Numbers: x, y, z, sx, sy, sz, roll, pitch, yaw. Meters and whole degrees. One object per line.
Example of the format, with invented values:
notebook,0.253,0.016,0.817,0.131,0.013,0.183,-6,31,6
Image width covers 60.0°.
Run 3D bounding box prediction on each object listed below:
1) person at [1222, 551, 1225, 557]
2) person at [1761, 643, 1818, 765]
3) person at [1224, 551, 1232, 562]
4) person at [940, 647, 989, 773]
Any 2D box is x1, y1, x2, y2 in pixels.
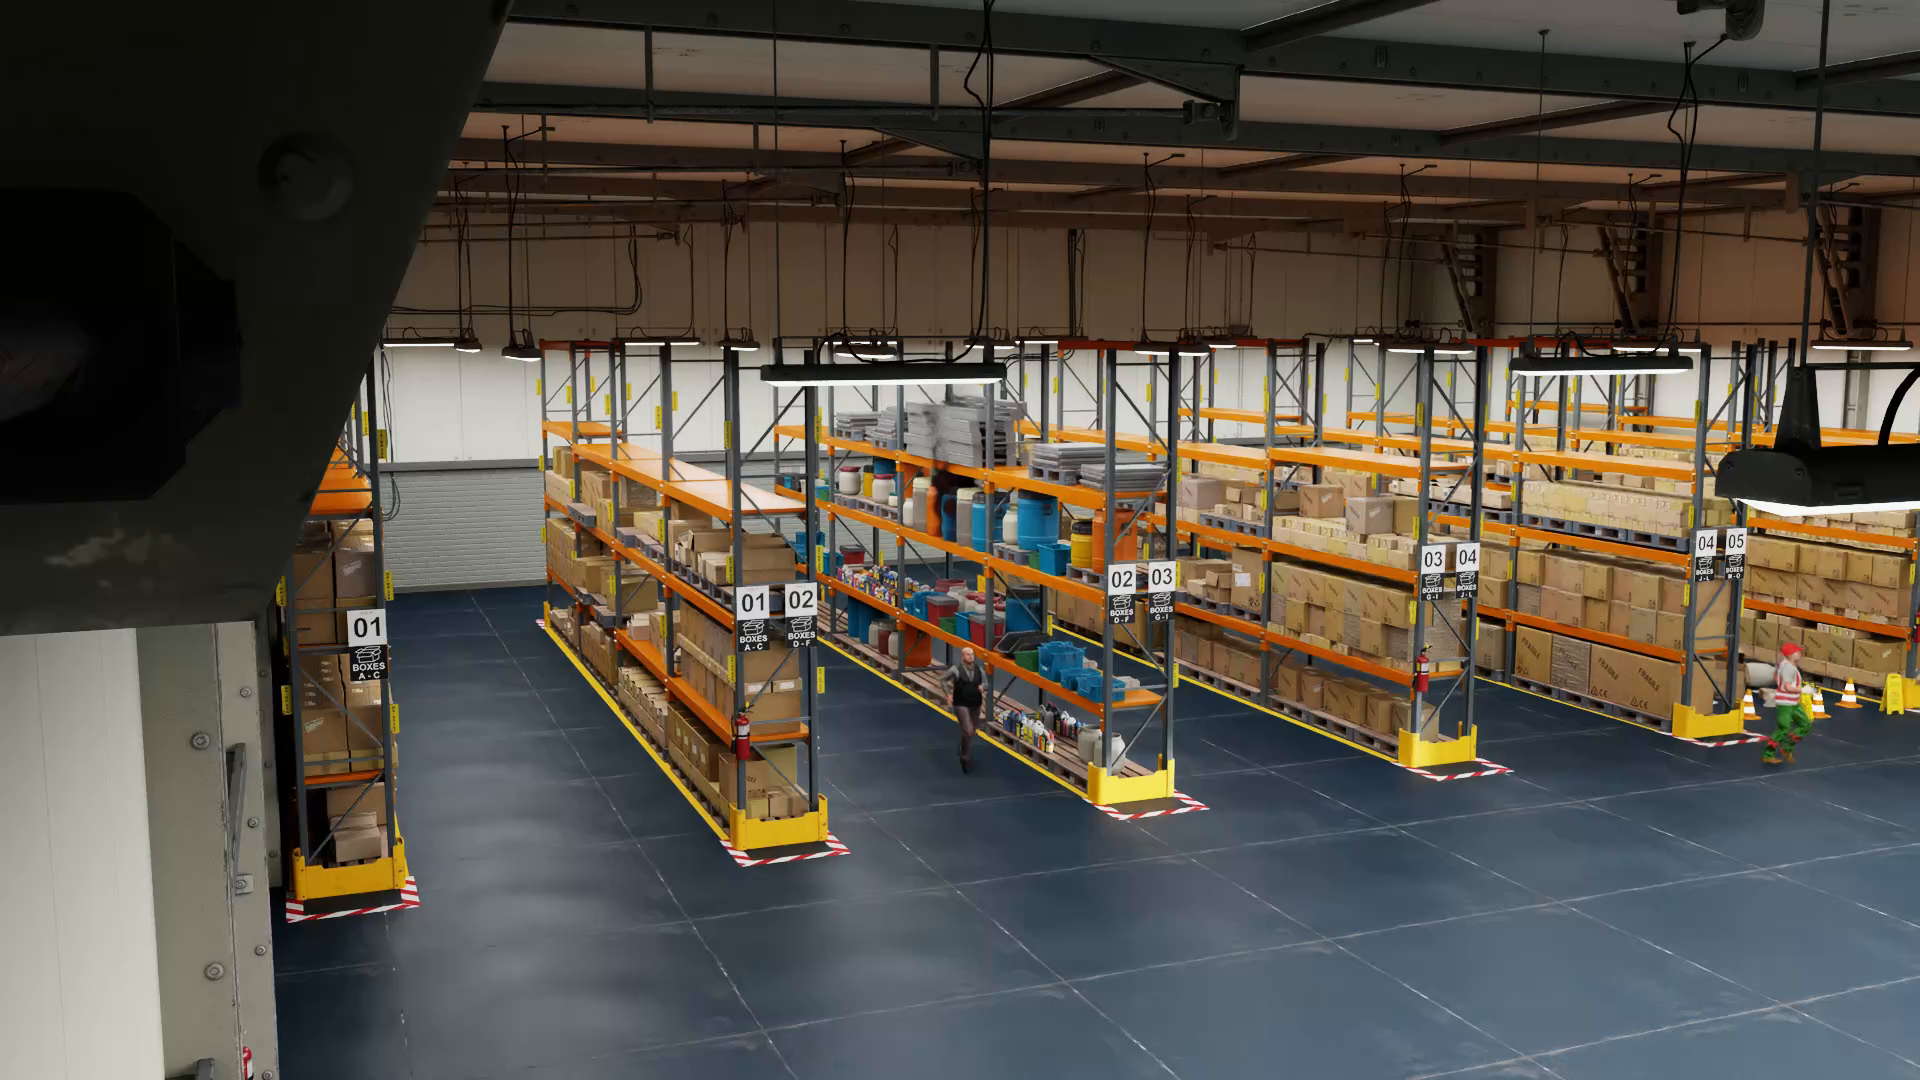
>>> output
person,6.907,-0.008,42.202,0.614,1.731,0.686,-3,8,-22
person,11.943,2.366,23.879,0.667,1.787,0.672,5,9,35
person,6.750,0.145,41.296,0.676,1.798,0.676,-4,8,-28
person,0.106,2.409,23.710,0.624,1.780,0.752,-4,8,-29
